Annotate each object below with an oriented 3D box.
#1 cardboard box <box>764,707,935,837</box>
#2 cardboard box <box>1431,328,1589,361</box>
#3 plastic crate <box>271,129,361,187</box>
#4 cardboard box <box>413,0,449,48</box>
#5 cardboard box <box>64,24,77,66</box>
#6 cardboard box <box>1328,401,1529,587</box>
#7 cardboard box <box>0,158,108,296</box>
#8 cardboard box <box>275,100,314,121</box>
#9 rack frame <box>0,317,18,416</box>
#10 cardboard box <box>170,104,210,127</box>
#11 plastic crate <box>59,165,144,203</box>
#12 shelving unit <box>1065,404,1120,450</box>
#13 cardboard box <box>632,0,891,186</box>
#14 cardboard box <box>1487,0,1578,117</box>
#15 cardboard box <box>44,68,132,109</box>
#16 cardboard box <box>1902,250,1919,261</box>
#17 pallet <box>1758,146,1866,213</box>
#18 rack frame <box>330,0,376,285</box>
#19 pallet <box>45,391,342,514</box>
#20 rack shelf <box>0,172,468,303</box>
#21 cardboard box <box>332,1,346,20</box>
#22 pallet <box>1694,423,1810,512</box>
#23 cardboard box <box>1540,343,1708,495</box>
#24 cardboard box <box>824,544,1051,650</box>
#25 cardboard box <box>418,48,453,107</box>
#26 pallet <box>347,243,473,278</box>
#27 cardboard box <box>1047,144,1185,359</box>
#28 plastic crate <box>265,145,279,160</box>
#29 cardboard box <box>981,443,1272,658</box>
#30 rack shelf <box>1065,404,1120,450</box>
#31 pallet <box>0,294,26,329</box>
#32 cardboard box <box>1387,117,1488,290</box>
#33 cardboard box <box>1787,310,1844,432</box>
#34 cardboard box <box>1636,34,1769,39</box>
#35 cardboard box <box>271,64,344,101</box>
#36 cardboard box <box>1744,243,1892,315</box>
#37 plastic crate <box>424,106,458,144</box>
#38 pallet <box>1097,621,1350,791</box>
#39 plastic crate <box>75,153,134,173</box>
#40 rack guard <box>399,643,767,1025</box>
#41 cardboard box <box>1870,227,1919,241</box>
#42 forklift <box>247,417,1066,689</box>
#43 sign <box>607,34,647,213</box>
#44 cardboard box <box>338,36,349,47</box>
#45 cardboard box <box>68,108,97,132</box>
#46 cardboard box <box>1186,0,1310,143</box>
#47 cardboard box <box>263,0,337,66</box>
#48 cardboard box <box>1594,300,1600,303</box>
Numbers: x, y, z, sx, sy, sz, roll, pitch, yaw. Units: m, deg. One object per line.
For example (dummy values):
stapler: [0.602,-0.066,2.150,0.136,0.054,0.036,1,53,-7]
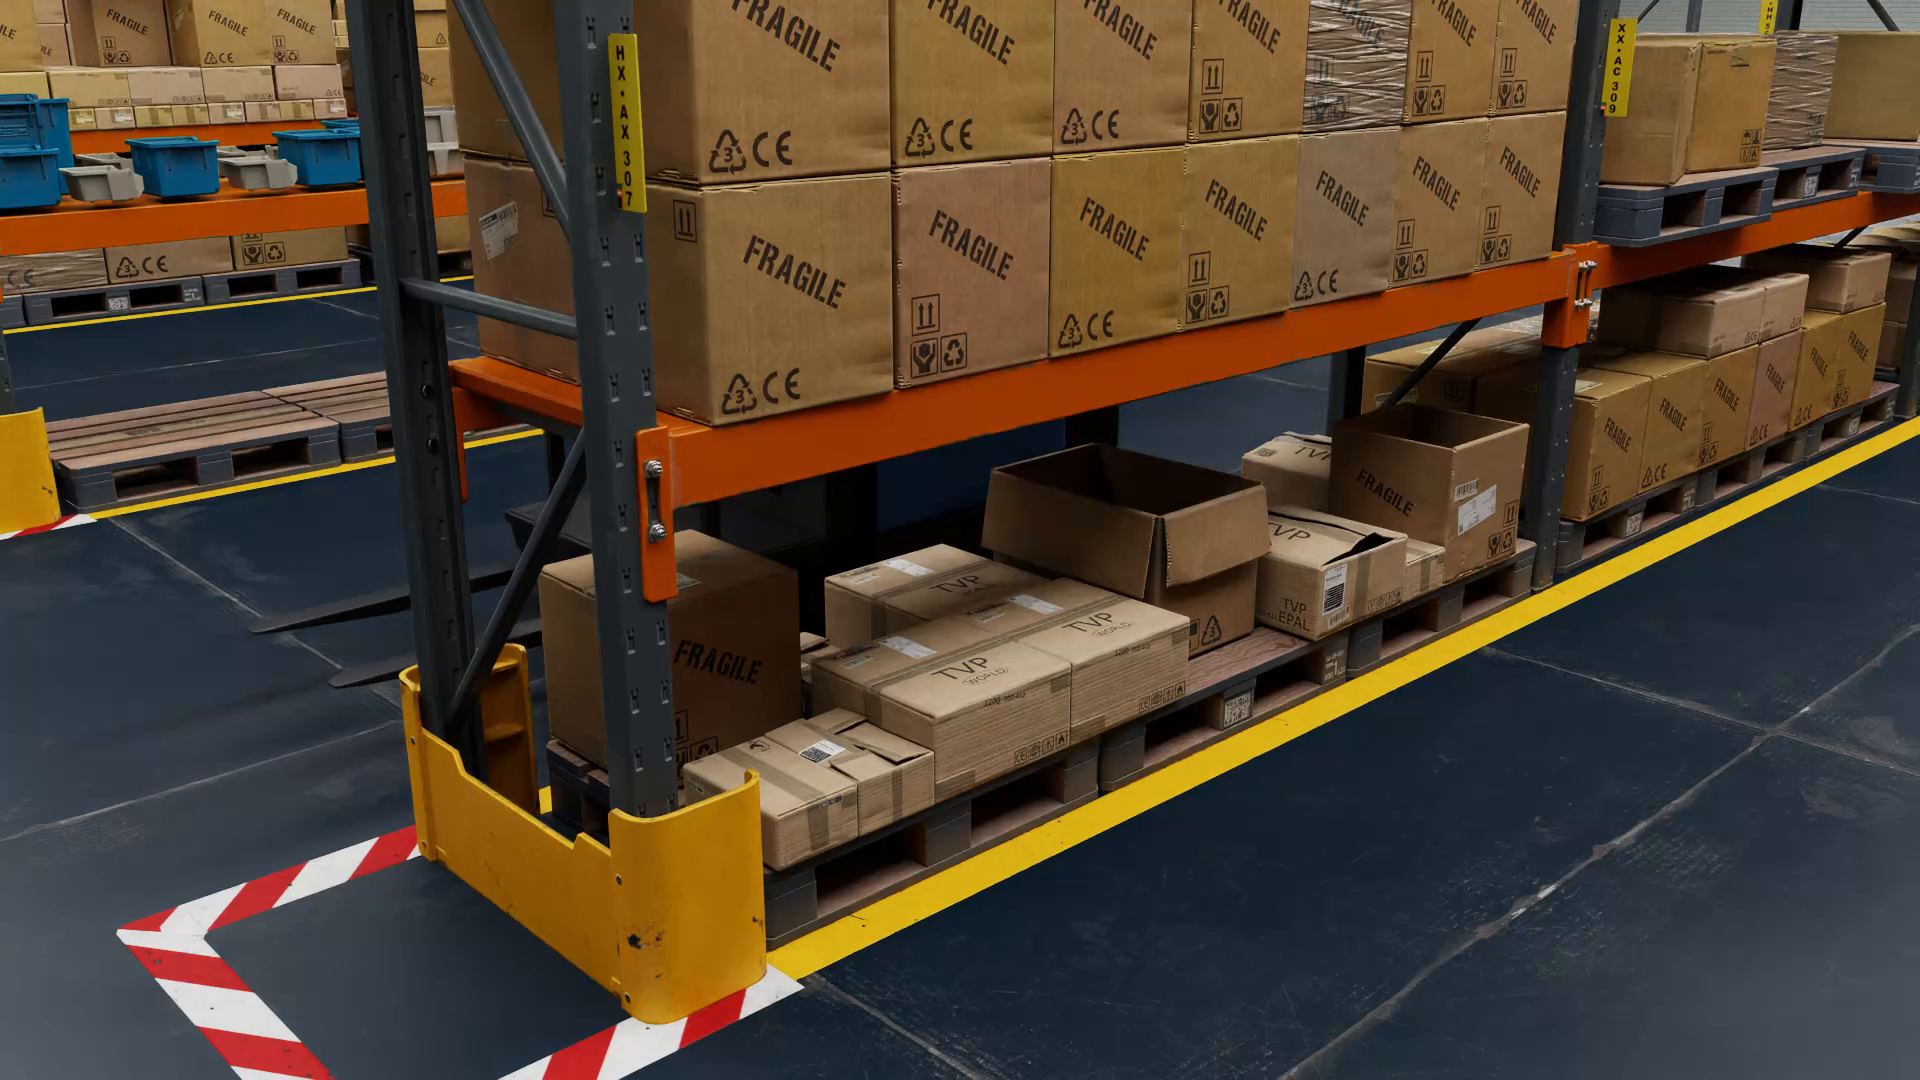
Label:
cardboard box: [-0.283,0.576,4.224,0.250,0.166,0.380,-16,24,-41]
cardboard box: [2.429,-0.637,7.425,0.500,0.500,0.500,-16,24,-41]
plastic crate: [-3.043,-1.815,7.892,0.300,0.233,0.416,-16,24,-41]
cardboard box: [-4.443,-4.228,13.372,0.637,0.503,0.797,-17,25,-42]
cardboard box: [-8.393,-4.722,16.041,0.500,0.500,0.500,-16,24,-41]
cardboard box: [1.683,-0.181,6.019,0.500,0.500,0.500,-16,24,-41]
cardboard box: [-6.737,-2.254,11.836,0.875,0.875,0.875,-16,24,-41]
cardboard box: [-5.085,-3.254,12.564,0.250,0.149,0.380,-16,24,-40]
rack frame: [-4.405,-1.608,7.082,0.127,3.000,1.000,-16,24,-41]
cardboard box: [-5.645,-3.090,12.059,0.250,0.149,0.380,-16,24,-40]
plastic crate: [-3.709,-1.539,7.199,0.298,0.136,0.250,-16,24,-41]
shelving unit: [0.368,-1.106,6.992,0.503,2.100,0.431,-16,24,-41]
cardboard box: [-0.501,-1.056,3.594,0.500,0.500,0.500,-15,23,-39]
cardboard box: [1.712,-1.703,5.591,0.500,0.500,0.500,-16,24,-41]
cardboard box: [-6.157,-3.159,11.624,0.500,0.250,0.500,-17,24,-42]
cardboard box: [5.767,-1.510,9.645,0.500,0.311,0.500,-17,25,-42]
pallet: [3.398,-1.688,7.639,1.213,0.211,1.003,-16,24,-41]
rack frame: [-4.901,-3.566,13.119,0.127,3.000,1.000,-16,24,-41]
pallet: [-3.779,-0.448,8.024,1.213,0.211,1.003,-16,24,-41]
rack shelf: [-2.952,-1.690,8.500,4.000,0.370,1.077,-16,24,-41]
cardboard box: [-8.318,-7.067,22.591,0.500,0.500,0.500,17,25,42]
pallet: [3.354,-0.459,8.059,1.213,0.211,1.003,-16,24,-41]
cardboard box: [2.801,-0.529,7.091,0.500,0.500,0.500,-16,24,-40]
cardboard box: [-0.068,0.236,5.137,0.500,0.250,0.500,-16,24,-41]
cardboard box: [-4.395,-3.655,13.232,0.500,0.500,0.500,-16,24,-41]
pallet: [-4.393,-2.420,14.106,1.213,0.211,1.003,-16,24,-41]
cardboard box: [0.237,-0.796,4.415,0.500,0.500,0.500,-16,24,-41]
plastic crate: [-3.328,-1.914,8.356,0.250,0.136,0.298,-16,24,-41]
cardboard box: [0.540,0.032,5.355,0.637,0.503,0.797,-16,24,-41]
rack shelf: [0.368,-0.427,7.212,0.480,0.518,0.431,-16,24,-41]
pallet: [-7.281,-1.579,11.512,1.213,0.211,1.003,-16,24,-41]
cardboard box: [1.341,-1.120,5.412,0.500,0.500,0.500,-15,23,-39]
cardboard box: [3.914,-0.852,8.090,0.500,0.500,0.500,17,24,42]
cardboard box: [3.143,-1.981,7.387,0.700,0.500,0.500,11,21,30]
cardboard box: [-5.042,-3.484,12.627,0.500,0.250,0.500,-17,24,-42]
cardboard box: [4.252,-1.306,8.273,0.500,0.250,0.500,-15,23,-39]
plastic crate: [-2.735,-2.146,8.834,0.530,0.282,0.437,-16,24,-41]
pallet: [0.516,0.387,5.450,1.213,0.211,1.003,-16,24,-41]
plastic crate: [-3.937,-1.725,7.771,0.243,0.136,0.396,-16,24,-41]
rack guard: [-0.949,0.676,4.091,0.348,0.500,1.175,-16,24,-41]
cardboard box: [6.127,-1.841,10.667,0.500,0.311,0.500,-15,23,-39]
forklift: [-0.978,-1.142,5.754,3.031,2.935,1.130,-16,24,-41]
sign: [-0.632,-0.788,3.147,0.005,0.325,0.100,-16,24,-41]
cardboard box: [-6.499,-5.233,17.505,0.250,0.149,0.380,-17,24,-42]
cardboard box: [-6.207,-2.926,11.554,0.250,0.149,0.380,-17,25,-42]
cardboard box: [0.609,-1.381,4.597,0.500,0.500,0.500,-17,24,-41]
cardboard box: [-5.052,-3.835,12.496,0.500,0.500,0.500,-15,23,-39]
cardboard box: [3.537,-0.963,8.431,0.500,0.500,0.500,-17,24,-42]
